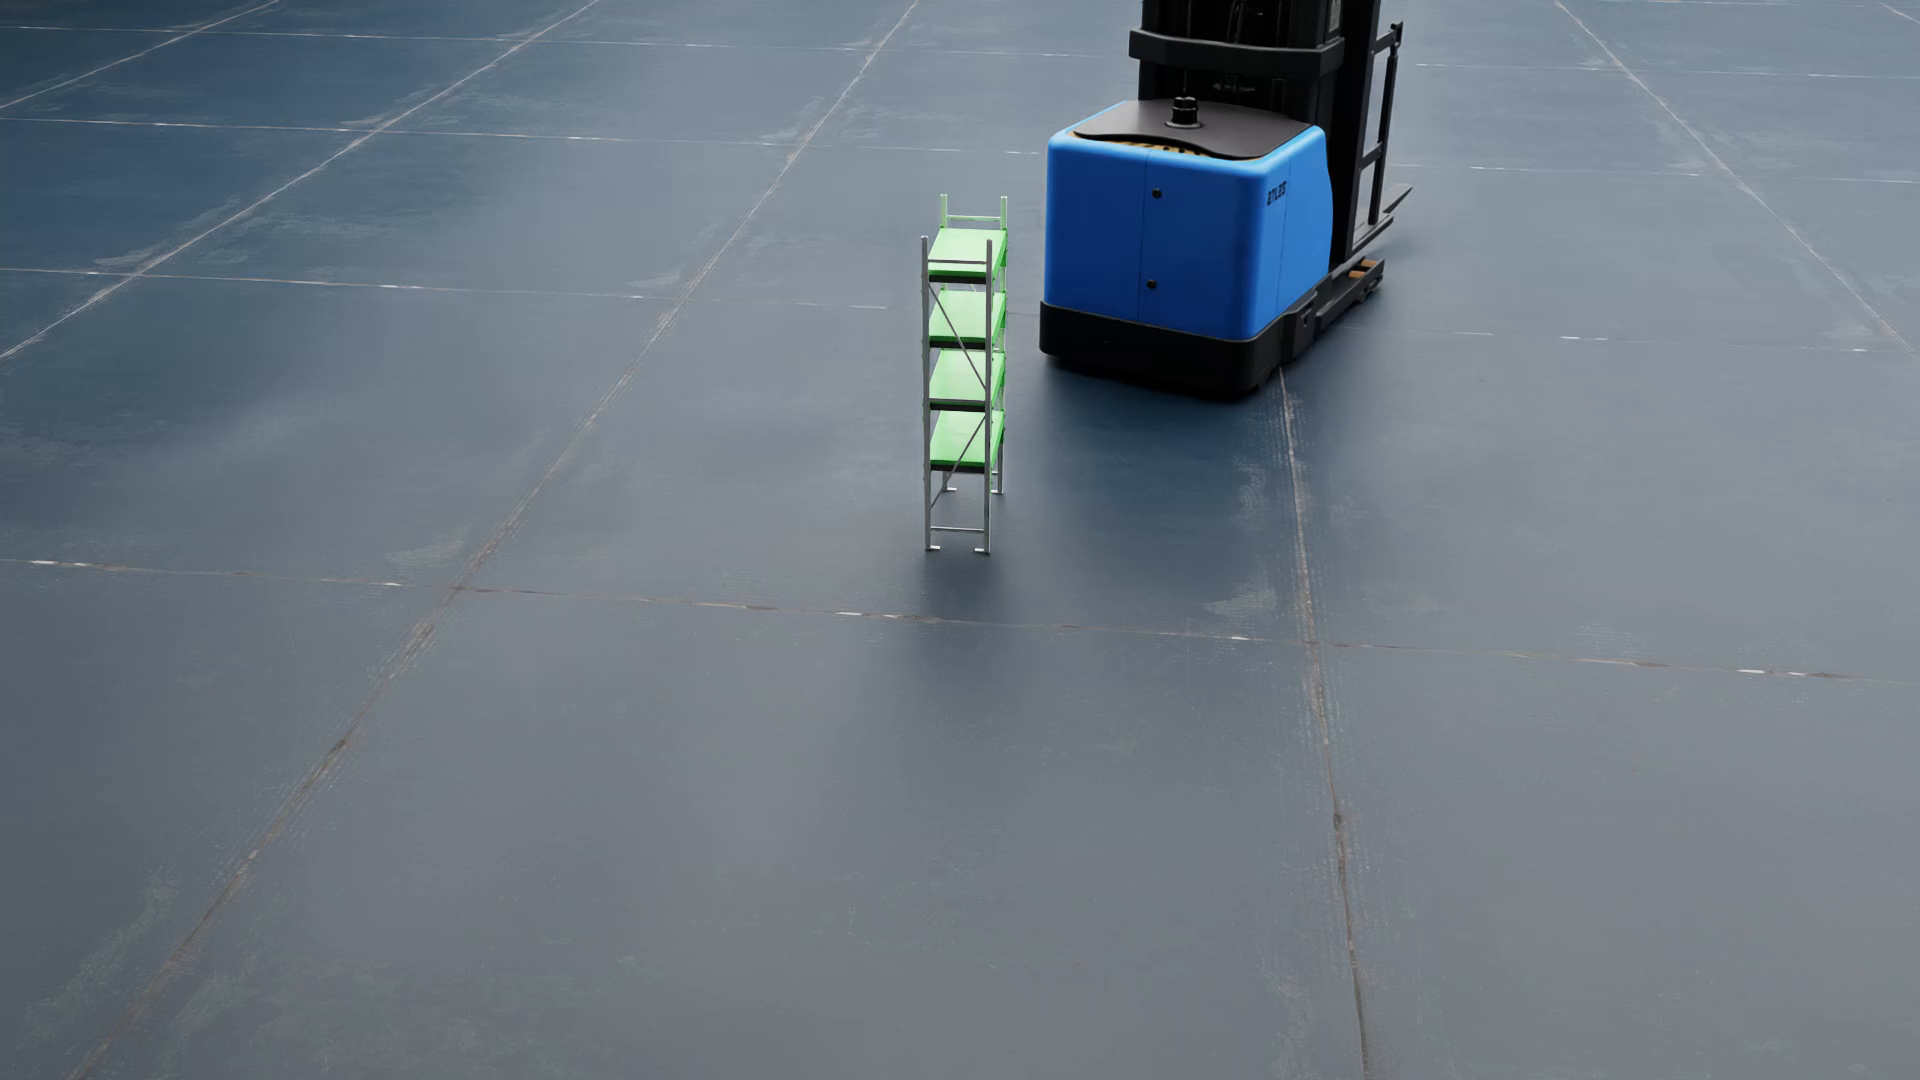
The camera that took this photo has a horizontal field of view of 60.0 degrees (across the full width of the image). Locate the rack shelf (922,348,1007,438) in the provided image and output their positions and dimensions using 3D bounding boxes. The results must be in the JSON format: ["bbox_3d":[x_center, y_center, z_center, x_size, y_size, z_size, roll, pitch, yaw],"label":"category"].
[{"bbox_3d":[0.020,-0.550,6.140,0.258,0.148,0.480,3,28,6],"label":"rack shelf"}]

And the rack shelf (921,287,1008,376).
[{"bbox_3d":[0.020,-0.761,6.027,0.258,0.148,0.480,3,28,6],"label":"rack shelf"}]

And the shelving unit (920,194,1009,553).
[{"bbox_3d":[0.020,-0.606,6.110,0.258,1.200,0.503,3,28,6],"label":"shelving unit"}]

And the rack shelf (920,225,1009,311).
[{"bbox_3d":[0.020,-0.972,5.913,0.258,0.148,0.480,3,28,6],"label":"rack shelf"}]

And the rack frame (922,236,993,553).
[{"bbox_3d":[-0.010,-0.491,5.897,0.240,1.200,0.015,3,28,6],"label":"rack frame"}]

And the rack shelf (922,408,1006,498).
[{"bbox_3d":[0.020,-0.339,6.254,0.258,0.148,0.480,3,28,6],"label":"rack shelf"}]

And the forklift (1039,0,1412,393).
[{"bbox_3d":[1.548,-2.599,7.984,1.130,2.935,3.031,15,32,26],"label":"forklift"}]

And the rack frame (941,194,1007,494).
[{"bbox_3d":[0.050,-0.721,6.323,0.240,1.200,0.015,3,28,6],"label":"rack frame"}]
